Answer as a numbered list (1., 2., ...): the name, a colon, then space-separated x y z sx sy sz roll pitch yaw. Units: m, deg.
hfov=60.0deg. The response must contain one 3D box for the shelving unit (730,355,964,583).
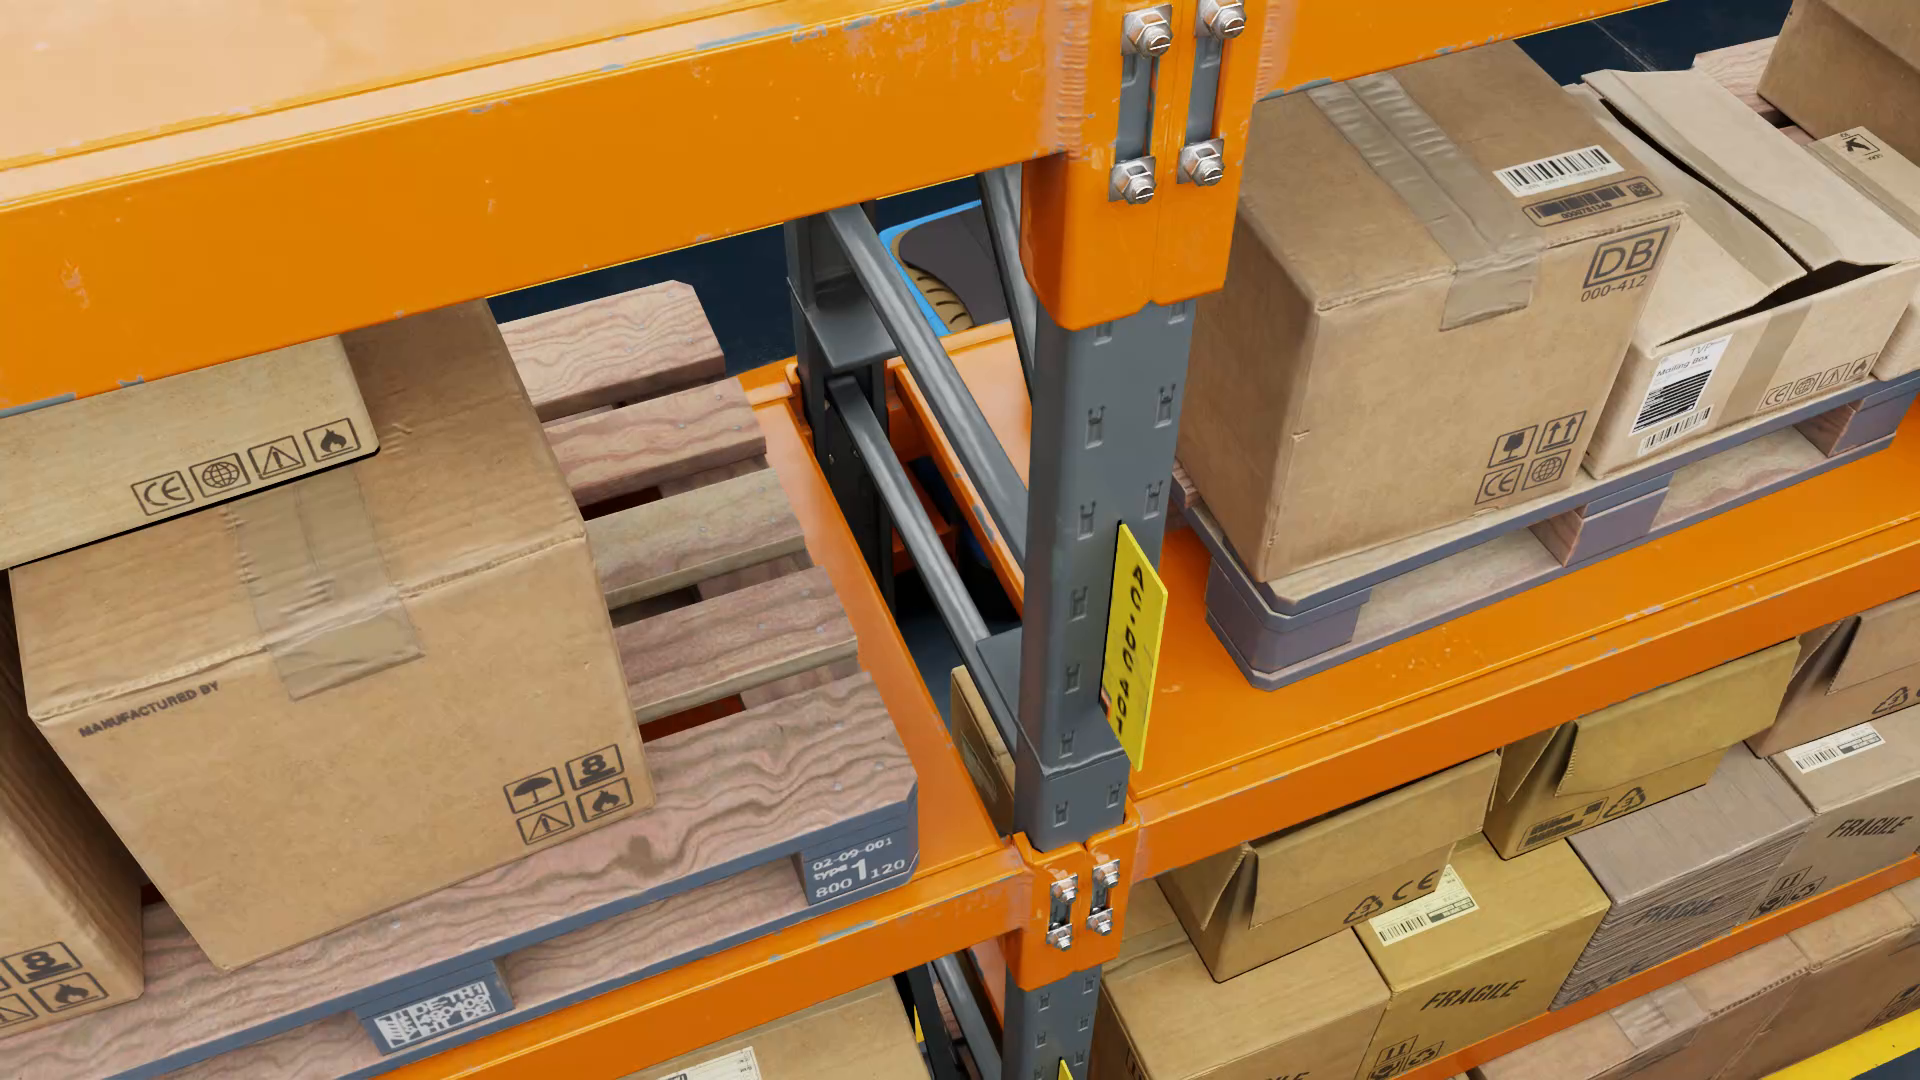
1. shelving unit: -0.566 -0.119 5.611 1.048 1.125 0.538 -21 53 -17

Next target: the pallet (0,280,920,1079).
1. pallet: -0.788 0.184 2.196 1.213 0.211 1.003 -17 52 -14

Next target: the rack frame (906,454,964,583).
1. rack frame: -0.112 -0.293 5.761 0.032 1.125 0.500 -21 53 -17

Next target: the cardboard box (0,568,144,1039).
1. cardboard box: -1.228 0.144 1.763 0.500 0.500 0.700 -15 51 -12

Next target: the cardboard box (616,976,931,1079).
1. cardboard box: -0.351 0.933 2.880 0.500 0.500 0.500 -16 51 -13

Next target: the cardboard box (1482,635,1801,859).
1. cardboard box: 1.202 0.168 3.401 0.637 0.503 0.797 -17 51 -14

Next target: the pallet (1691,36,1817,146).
1. pallet: 2.066 -0.613 2.946 1.213 0.211 1.003 -15 51 -13

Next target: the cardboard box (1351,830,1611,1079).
1. cardboard box: 0.959 0.772 3.544 0.500 0.500 0.500 -17 51 -14

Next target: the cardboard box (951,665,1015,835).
1. cardboard box: 0.303 0.547 3.737 0.500 0.500 0.500 -17 51 -14

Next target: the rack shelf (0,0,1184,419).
1. rack shelf: -1.878 -0.111 1.151 4.000 0.370 1.077 -17 52 -14

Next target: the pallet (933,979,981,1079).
1. pallet: 0.659 1.540 4.789 1.213 0.211 1.003 -17 52 -14

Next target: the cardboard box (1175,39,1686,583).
1. cardboard box: 0.507 -0.415 2.309 0.500 0.500 0.700 -16 51 -13

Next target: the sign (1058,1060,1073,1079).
1. sign: 0.185 0.987 2.802 0.005 0.325 0.100 -17 52 -14

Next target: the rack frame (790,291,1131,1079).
1. rack frame: -0.026 0.905 3.495 0.127 3.000 1.000 -17 52 -14

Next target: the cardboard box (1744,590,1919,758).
1. cardboard box: 1.771 -0.021 3.564 0.637 0.503 0.797 -16 51 -13

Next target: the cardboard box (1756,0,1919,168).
1. cardboard box: 1.793 -0.789 2.628 0.637 0.503 0.797 -18 52 -15

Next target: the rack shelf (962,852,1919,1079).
1. rack shelf: 1.825 0.566 4.261 4.000 0.370 1.077 -17 52 -14

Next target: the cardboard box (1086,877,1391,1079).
1. cardboard box: 0.494 0.916 3.420 0.500 0.500 0.500 -17 51 -14

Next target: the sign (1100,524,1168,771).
1. sign: 0.185 0.123 1.797 0.005 0.325 0.100 -17 52 -14

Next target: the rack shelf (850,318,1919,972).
1. rack shelf: 1.825 -0.411 3.123 4.000 0.370 1.077 -17 52 -14

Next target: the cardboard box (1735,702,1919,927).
1. cardboard box: 1.899 0.476 3.798 0.500 0.500 0.500 -16 51 -14

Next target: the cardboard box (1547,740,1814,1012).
1. cardboard box: 1.422 0.628 3.667 0.500 0.500 0.500 -18 52 -15

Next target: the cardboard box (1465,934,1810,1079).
1. cardboard box: 1.385 1.006 4.532 0.875 0.875 1.225 -19 52 -15

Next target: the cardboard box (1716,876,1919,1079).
1. cardboard box: 2.202 0.747 4.755 0.875 0.875 1.225 -17 51 -14

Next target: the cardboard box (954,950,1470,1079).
1. cardboard box: 0.558 1.263 4.312 0.875 0.875 1.225 -17 51 -14

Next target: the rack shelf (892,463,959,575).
1. rack shelf: -0.566 0.040 5.796 1.000 0.278 0.538 -21 53 -17

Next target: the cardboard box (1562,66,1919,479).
1. cardboard box: 1.023 -0.431 2.448 0.500 0.311 0.500 -19 52 -15

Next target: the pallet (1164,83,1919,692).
1. pallet: 0.804 -0.307 2.686 1.217 0.209 0.805 -19 52 -16

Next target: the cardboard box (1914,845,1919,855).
1. cardboard box: 2.370 0.331 3.923 0.500 0.500 0.500 -19 52 -15

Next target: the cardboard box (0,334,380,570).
1. cardboard box: -0.900 -0.253 1.610 0.500 0.250 0.500 -20 52 -17

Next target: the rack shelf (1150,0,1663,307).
1. rack shelf: 1.825 -1.258 2.137 4.000 0.370 1.077 -17 52 -14

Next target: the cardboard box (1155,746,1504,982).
1. cardboard box: 0.562 0.357 3.239 0.637 0.503 0.797 -18 52 -15

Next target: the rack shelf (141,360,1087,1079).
1. rack shelf: -1.878 0.736 2.138 4.000 0.370 1.077 -17 52 -14

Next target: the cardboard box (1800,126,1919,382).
1. cardboard box: 1.409 -0.449 2.570 0.250 0.149 0.380 -19 52 -16

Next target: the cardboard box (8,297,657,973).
1. cardboard box: -0.728 -0.007 1.893 0.500 0.500 0.700 -20 52 -16

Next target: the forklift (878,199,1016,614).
1. forklift: 1.214 -1.490 5.598 3.031 2.935 1.130 -21 53 -17

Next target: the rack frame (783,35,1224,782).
1. rack frame: -0.026 -1.049 1.219 0.127 3.000 1.000 -17 52 -14

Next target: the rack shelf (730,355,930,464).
1. rack shelf: -0.566 -0.310 5.389 1.000 0.278 0.538 -21 53 -17
